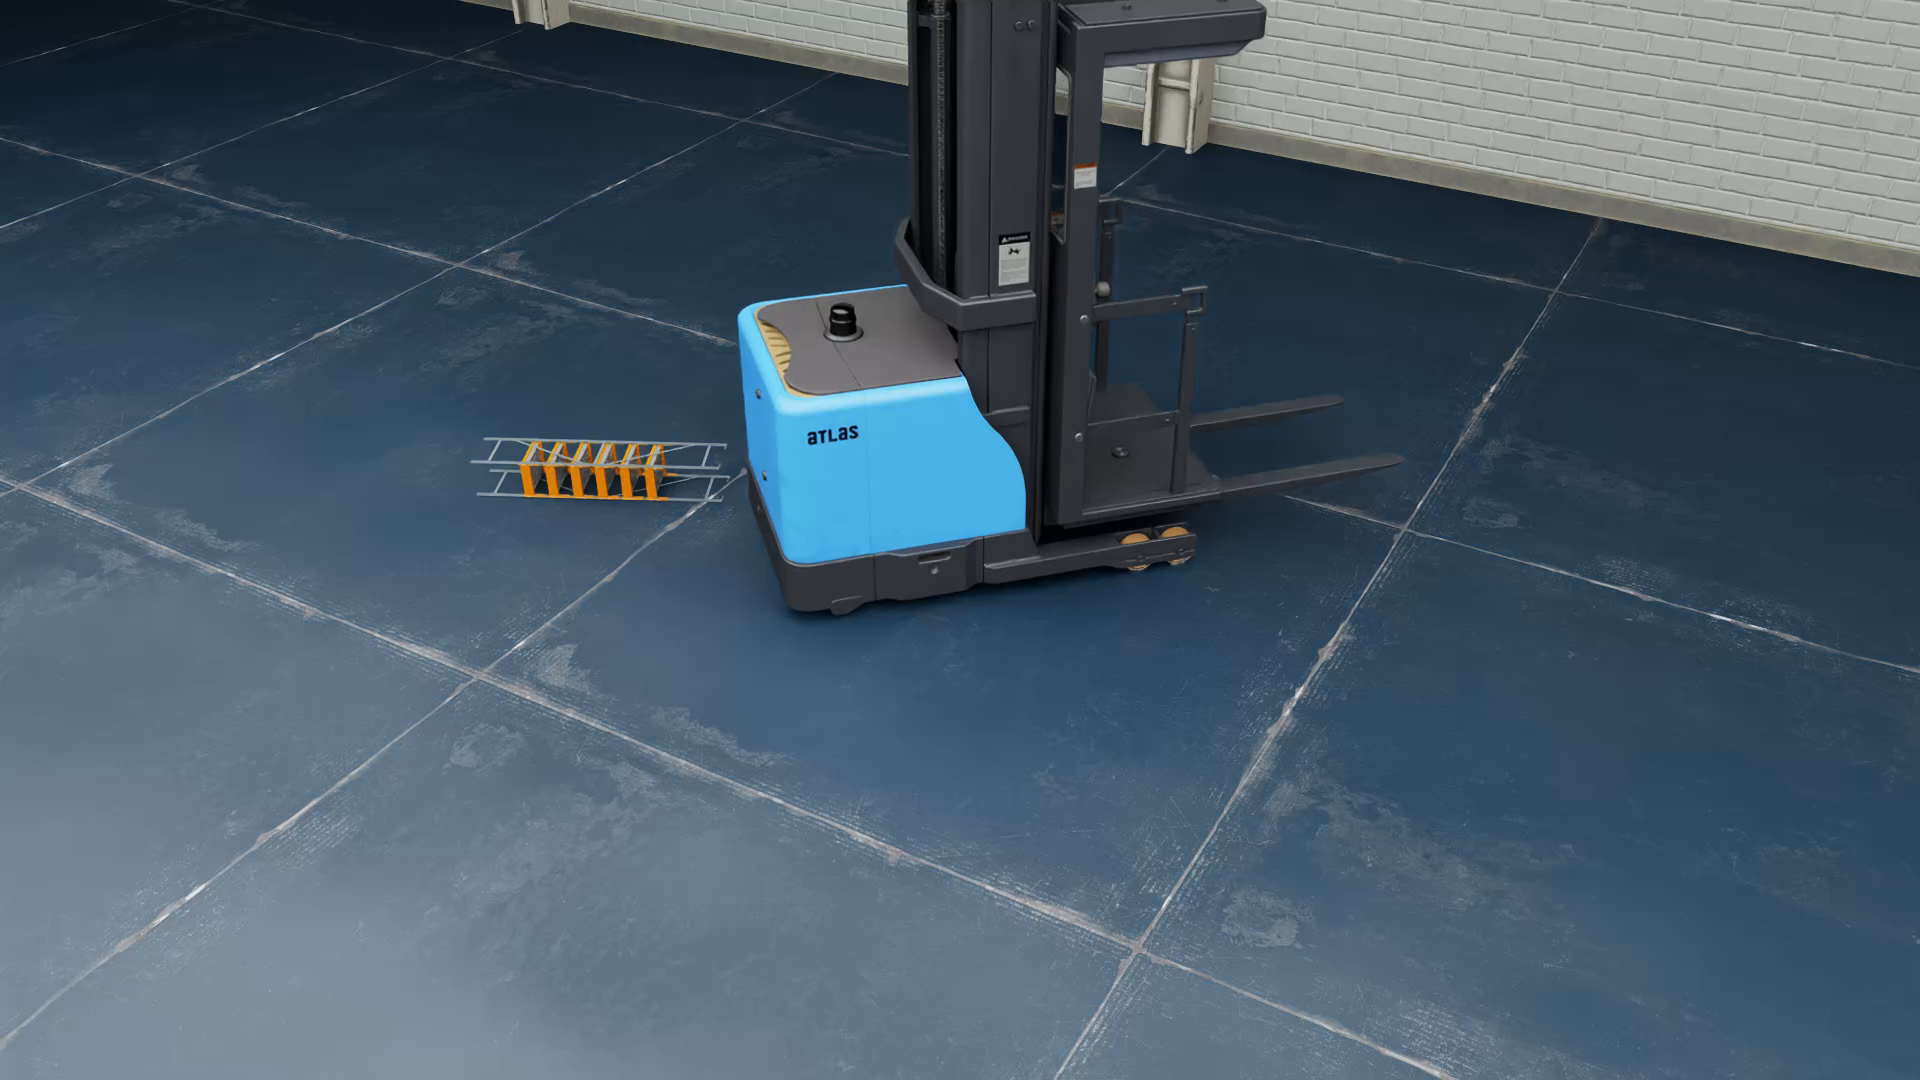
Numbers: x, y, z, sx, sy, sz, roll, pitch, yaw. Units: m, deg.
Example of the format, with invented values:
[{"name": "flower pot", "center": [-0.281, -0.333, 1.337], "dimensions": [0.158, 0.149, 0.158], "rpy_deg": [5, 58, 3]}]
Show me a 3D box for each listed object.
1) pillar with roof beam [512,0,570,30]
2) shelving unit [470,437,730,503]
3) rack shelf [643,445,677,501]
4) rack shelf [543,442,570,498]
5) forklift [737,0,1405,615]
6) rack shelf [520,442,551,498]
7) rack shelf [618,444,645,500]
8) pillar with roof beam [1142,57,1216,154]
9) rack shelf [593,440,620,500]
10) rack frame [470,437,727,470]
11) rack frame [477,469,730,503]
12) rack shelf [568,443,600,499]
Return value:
[{"name": "pillar with roof beam", "center": [-5.782, -6.214, 8.963], "dimensions": [0.400, 9.000, 9.100], "rpy_deg": [18, 37, 24]}, {"name": "shelving unit", "center": [-1.740, -0.343, 8.090], "dimensions": [1.200, 0.189, 0.258], "rpy_deg": [2, 34, 2]}, {"name": "rack shelf", "center": [-1.456, -0.335, 8.078], "dimensions": [0.103, 0.180, 0.258], "rpy_deg": [2, 34, 2]}, {"name": "rack shelf", "center": [-1.935, -0.348, 8.098], "dimensions": [0.103, 0.180, 0.258], "rpy_deg": [2, 34, 2]}, {"name": "forklift", "center": [0.574, -1.353, 7.137], "dimensions": [3.031, 2.935, 1.130], "rpy_deg": [-9, 35, -14]}, {"name": "rack shelf", "center": [-2.055, -0.351, 8.103], "dimensions": [0.103, 0.180, 0.258], "rpy_deg": [2, 34, 2]}, {"name": "rack shelf", "center": [-1.576, -0.338, 8.083], "dimensions": [0.103, 0.180, 0.258], "rpy_deg": [2, 34, 2]}, {"name": "pillar with roof beam", "center": [-0.572, -4.564, 6.485], "dimensions": [0.400, 9.000, 9.100], "rpy_deg": [18, 37, 24]}, {"name": "rack shelf", "center": [-1.696, -0.341, 8.088], "dimensions": [0.103, 0.180, 0.258], "rpy_deg": [2, 34, 2]}, {"name": "rack frame", "center": [-1.740, -0.419, 8.039], "dimensions": [1.200, 0.006, 0.240], "rpy_deg": [2, 34, 2]}, {"name": "rack frame", "center": [-1.740, -0.266, 8.140], "dimensions": [1.200, 0.006, 0.240], "rpy_deg": [2, 34, 2]}, {"name": "rack shelf", "center": [-1.816, -0.345, 8.093], "dimensions": [0.103, 0.180, 0.258], "rpy_deg": [2, 34, 2]}]
